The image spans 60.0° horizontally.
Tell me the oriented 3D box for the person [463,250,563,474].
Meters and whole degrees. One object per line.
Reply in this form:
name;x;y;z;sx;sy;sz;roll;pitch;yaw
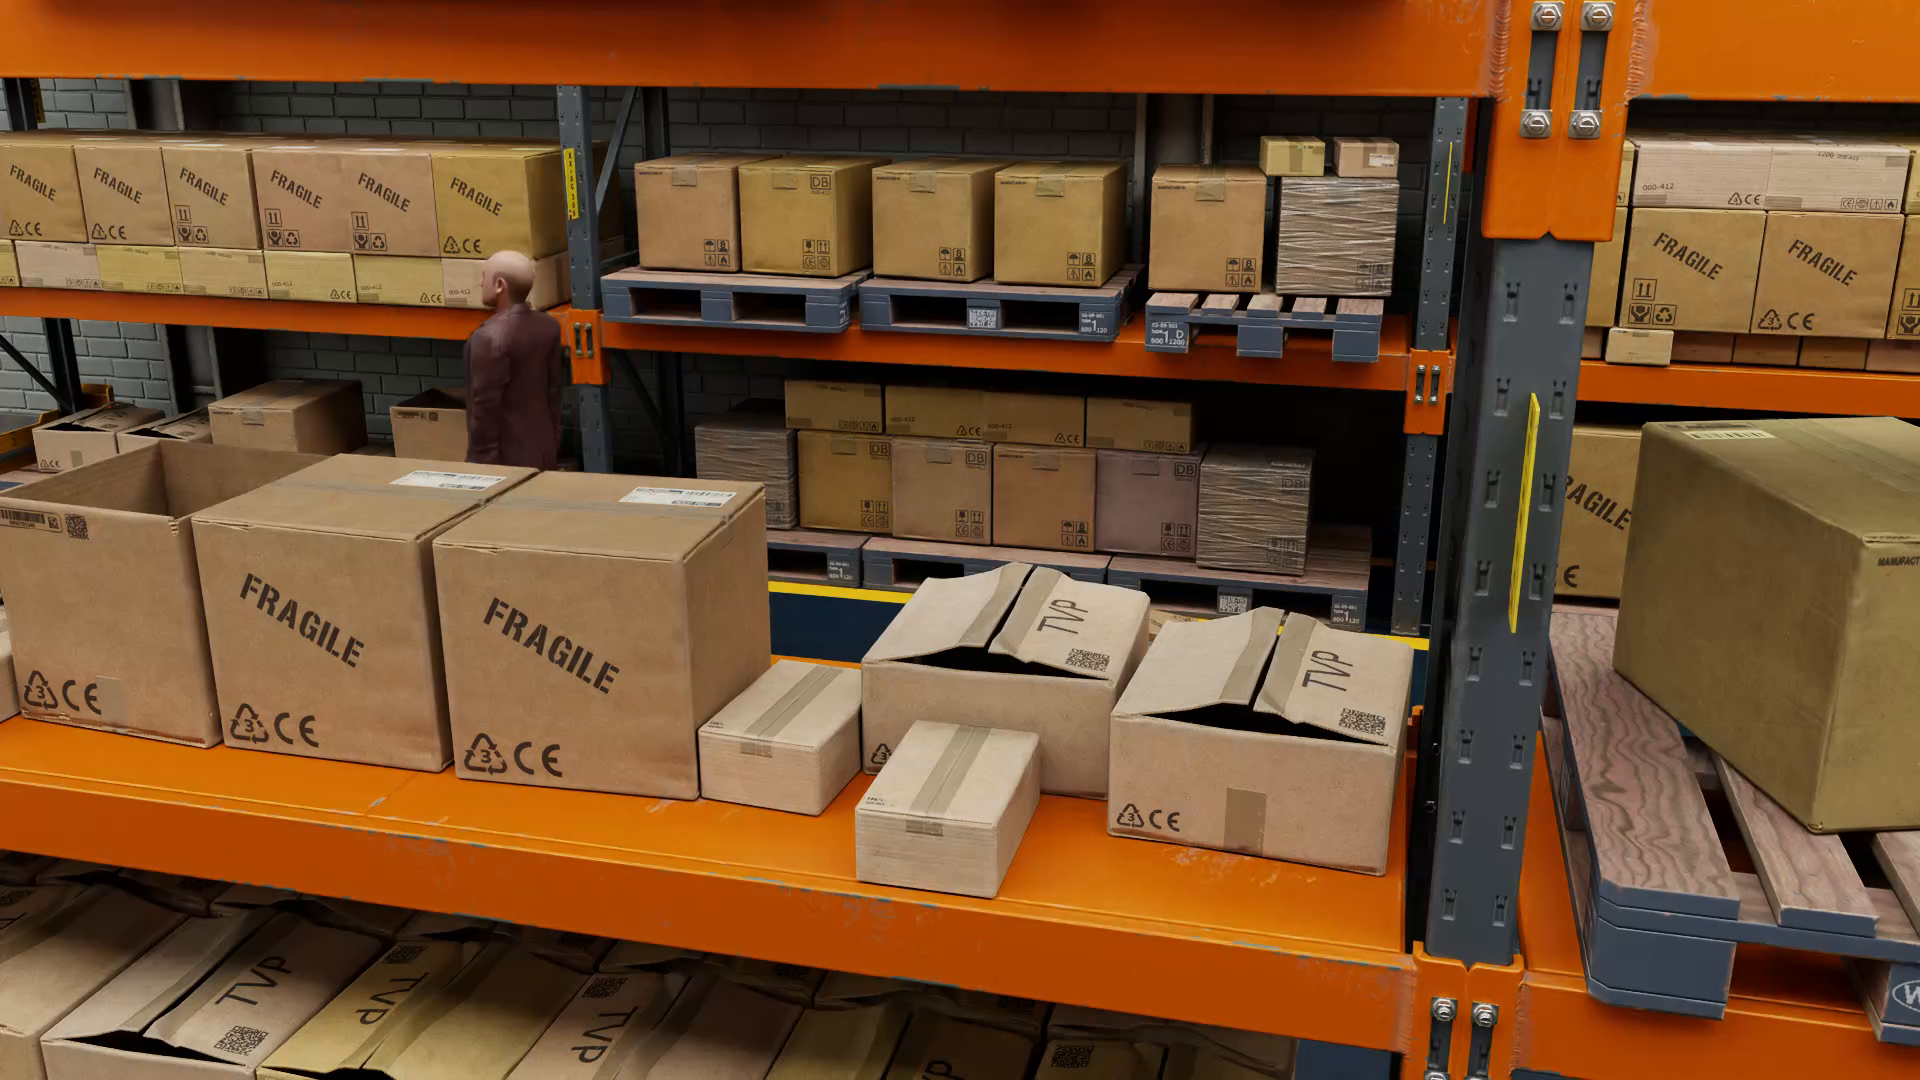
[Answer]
person;-1.866;-0.338;7.049;0.693;1.763;0.585;6;19;18
